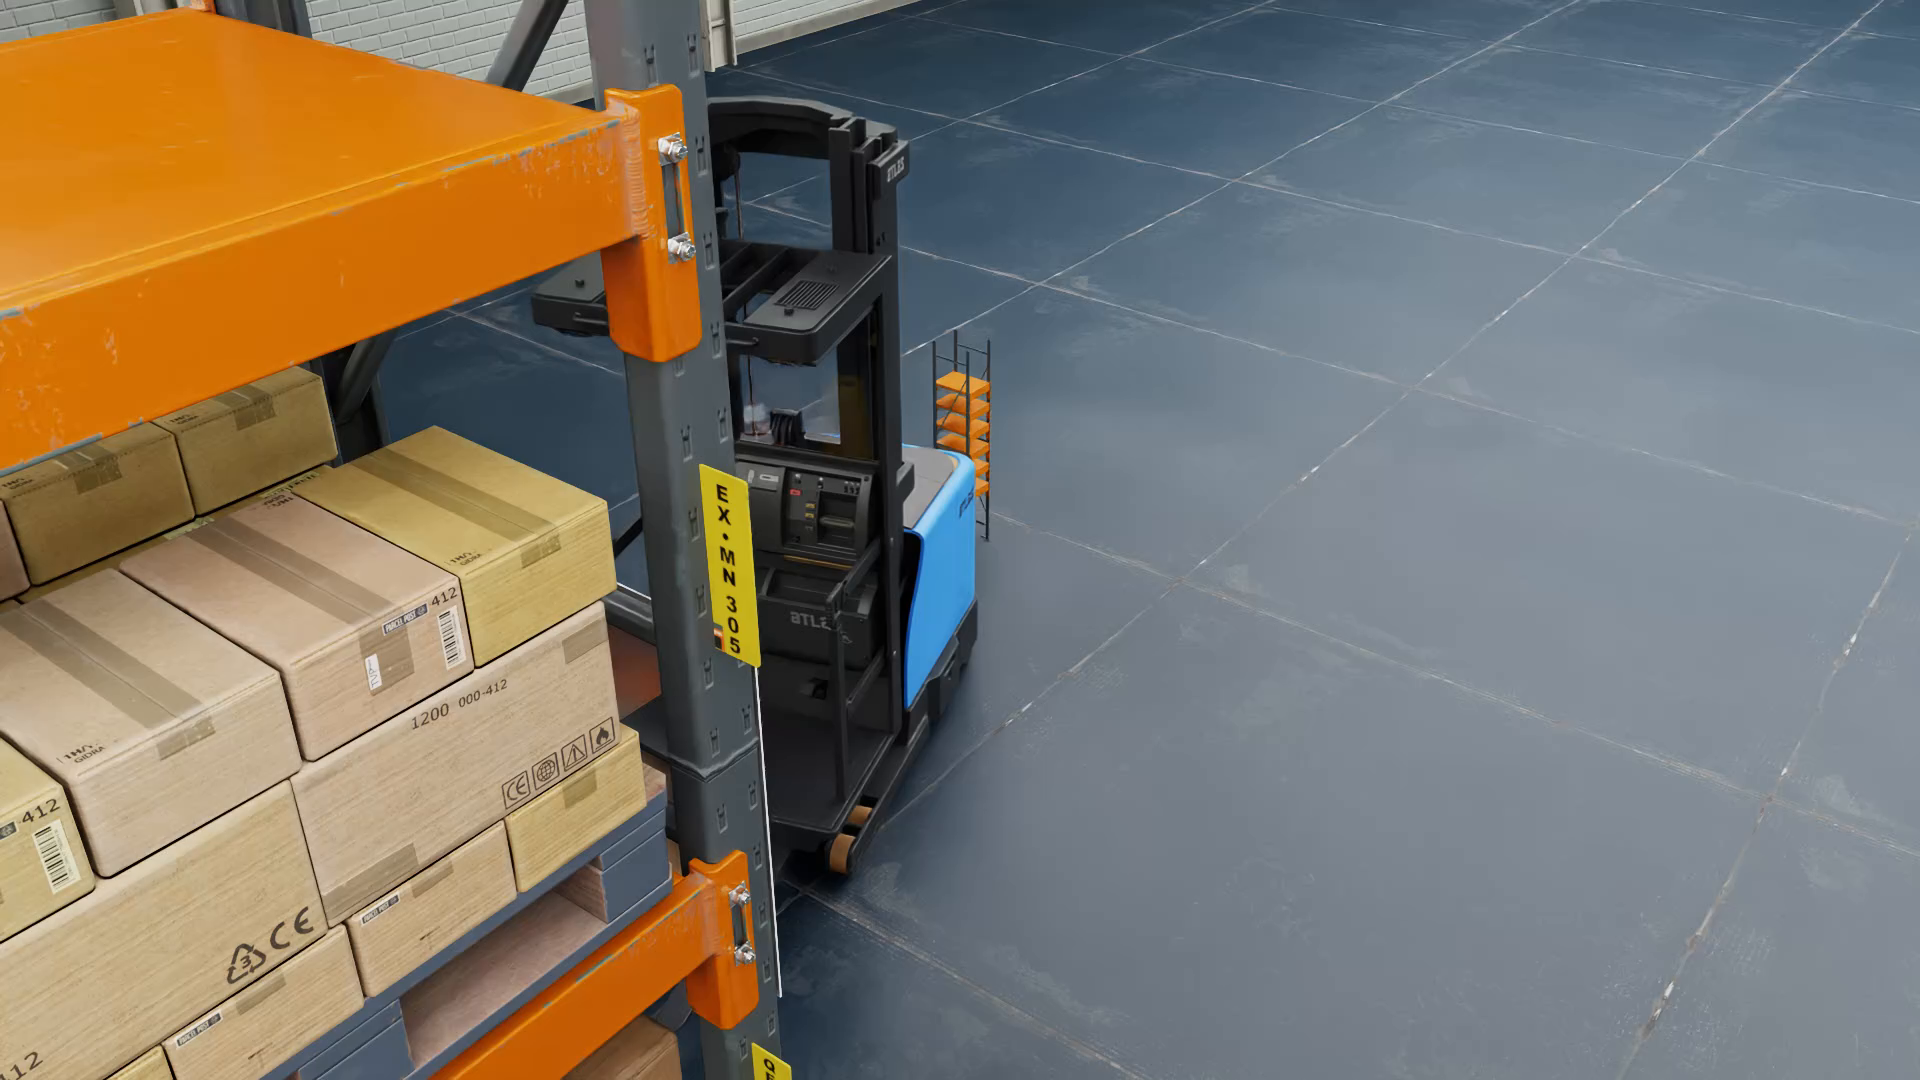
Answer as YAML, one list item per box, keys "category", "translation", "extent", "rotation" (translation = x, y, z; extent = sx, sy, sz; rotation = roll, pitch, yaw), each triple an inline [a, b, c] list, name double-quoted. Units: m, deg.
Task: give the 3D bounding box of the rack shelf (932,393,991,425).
- category: "rack shelf"
  translation: [0.009, -0.690, 8.854]
  extent: [0.258, 0.103, 0.180]
  rotation: [21, 37, 31]

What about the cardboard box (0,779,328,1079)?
- category: "cardboard box"
  translation: [-1.147, 0.417, 2.008]
  extent: [0.500, 0.250, 0.500]
  rotation: [21, 37, 31]

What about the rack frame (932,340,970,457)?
- category: "rack frame"
  translation: [-0.047, -0.485, 8.891]
  extent: [0.240, 1.200, 0.006]
  rotation: [21, 37, 31]

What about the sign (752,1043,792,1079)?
- category: "sign"
  translation: [-0.348, 1.079, 3.119]
  extent: [0.100, 0.325, 0.005]
  rotation: [21, 37, 31]

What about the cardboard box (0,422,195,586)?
- category: "cardboard box"
  translation: [-1.379, -0.104, 2.495]
  extent: [0.380, 0.149, 0.250]
  rotation: [21, 37, 32]

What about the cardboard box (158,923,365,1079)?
- category: "cardboard box"
  translation: [-1.010, 0.546, 2.180]
  extent: [0.380, 0.149, 0.250]
  rotation: [22, 37, 32]

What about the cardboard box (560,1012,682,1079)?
- category: "cardboard box"
  translation: [-1.027, 1.116, 3.218]
  extent: [0.875, 0.550, 0.550]
  rotation: [21, 37, 31]

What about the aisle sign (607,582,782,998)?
- category: "aisle sign"
  translation: [-0.490, 0.451, 2.996]
  extent: [0.394, 0.787, 0.004]
  rotation: [21, 37, 31]

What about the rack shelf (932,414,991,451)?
- category: "rack shelf"
  translation: [0.009, -0.587, 8.916]
  extent: [0.258, 0.103, 0.180]
  rotation: [21, 37, 31]

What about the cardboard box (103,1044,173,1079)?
- category: "cardboard box"
  translation: [-1.163, 0.649, 2.007]
  extent: [0.380, 0.149, 0.250]
  rotation: [21, 37, 32]

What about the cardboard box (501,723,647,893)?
- category: "cardboard box"
  translation: [-0.702, 0.340, 2.529]
  extent: [0.380, 0.149, 0.250]
  rotation: [21, 37, 31]

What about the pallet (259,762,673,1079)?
- category: "pallet"
  translation: [-1.211, 0.559, 2.510]
  extent: [1.003, 0.211, 1.213]
  rotation: [21, 37, 31]

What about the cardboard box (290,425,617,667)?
- category: "cardboard box"
  translation: [-0.705, -0.001, 2.322]
  extent: [0.380, 0.149, 0.250]
  rotation: [22, 37, 32]

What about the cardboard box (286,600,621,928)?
- category: "cardboard box"
  translation: [-0.845, 0.214, 2.351]
  extent: [0.500, 0.250, 0.500]
  rotation: [22, 37, 32]

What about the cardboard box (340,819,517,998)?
- category: "cardboard box"
  translation: [-0.855, 0.442, 2.357]
  extent: [0.380, 0.149, 0.250]
  rotation: [21, 37, 32]

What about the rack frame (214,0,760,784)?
- category: "rack frame"
  translation: [-0.772, -1.075, 2.237]
  extent: [1.000, 3.000, 0.127]
  rotation: [21, 37, 31]

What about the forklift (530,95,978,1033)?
- category: "forklift"
  translation: [-0.861, -0.106, 6.555]
  extent: [1.130, 2.935, 3.031]
  rotation: [10, 32, 16]

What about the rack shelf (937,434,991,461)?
- category: "rack shelf"
  translation: [0.009, -0.484, 8.977]
  extent: [0.258, 0.103, 0.180]
  rotation: [21, 37, 31]

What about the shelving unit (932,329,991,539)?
- category: "shelving unit"
  translation: [0.009, -0.522, 8.954]
  extent: [0.258, 1.200, 0.189]
  rotation: [21, 37, 31]

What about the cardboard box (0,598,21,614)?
- category: "cardboard box"
  translation: [-1.573, 0.253, 2.285]
  extent: [0.500, 0.250, 0.500]
  rotation: [21, 36, 31]

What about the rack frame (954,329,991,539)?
- category: "rack frame"
  translation: [0.064, -0.559, 9.017]
  extent: [0.240, 1.200, 0.006]
  rotation: [21, 37, 31]

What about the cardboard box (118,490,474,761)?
- category: "cardboard box"
  translation: [-0.857, 0.100, 2.152]
  extent: [0.380, 0.149, 0.250]
  rotation: [21, 37, 32]

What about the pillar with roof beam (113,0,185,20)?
- category: "pillar with roof beam"
  translation: [-2.824, -5.191, 9.183]
  extent: [9.100, 9.000, 0.400]
  rotation: [21, 37, 31]

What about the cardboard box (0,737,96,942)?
- category: "cardboard box"
  translation: [-1.166, 0.310, 1.798]
  extent: [0.380, 0.149, 0.250]
  rotation: [22, 37, 32]

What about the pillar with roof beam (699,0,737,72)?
- category: "pillar with roof beam"
  translation: [0.798, -7.630, 13.298]
  extent: [9.100, 9.000, 0.400]
  rotation: [21, 37, 31]

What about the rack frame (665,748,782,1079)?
- category: "rack frame"
  translation: [-0.772, 1.506, 3.766]
  extent: [1.000, 3.000, 0.127]
  rotation: [21, 37, 31]

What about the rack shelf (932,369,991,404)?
- category: "rack shelf"
  translation: [0.009, -0.794, 8.793]
  extent: [0.258, 0.103, 0.180]
  rotation: [21, 37, 31]

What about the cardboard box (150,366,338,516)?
- category: "cardboard box"
  translation: [-1.227, -0.205, 2.666]
  extent: [0.380, 0.149, 0.250]
  rotation: [22, 37, 32]

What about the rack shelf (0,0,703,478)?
- category: "rack shelf"
  translation: [-1.979, 0.220, 1.150]
  extent: [1.077, 0.370, 4.000]
  rotation: [21, 37, 31]

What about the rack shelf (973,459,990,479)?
- category: "rack shelf"
  translation: [0.009, -0.381, 9.038]
  extent: [0.258, 0.103, 0.180]
  rotation: [21, 37, 31]

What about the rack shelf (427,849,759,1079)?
- category: "rack shelf"
  translation: [-1.979, 1.338, 1.813]
  extent: [1.077, 0.370, 4.000]
  rotation: [21, 37, 31]

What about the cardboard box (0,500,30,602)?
- category: "cardboard box"
  translation: [-1.533, 0.001, 2.319]
  extent: [0.380, 0.149, 0.250]
  rotation: [21, 36, 31]

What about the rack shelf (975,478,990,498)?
- category: "rack shelf"
  translation: [0.009, -0.277, 9.099]
  extent: [0.258, 0.103, 0.180]
  rotation: [21, 37, 31]

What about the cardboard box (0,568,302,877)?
- category: "cardboard box"
  translation: [-1.011, 0.204, 1.976]
  extent: [0.380, 0.149, 0.250]
  rotation: [22, 37, 32]

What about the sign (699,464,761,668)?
- category: "sign"
  translation: [-0.348, 0.042, 2.505]
  extent: [0.100, 0.325, 0.005]
  rotation: [21, 37, 31]

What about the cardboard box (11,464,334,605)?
- category: "cardboard box"
  translation: [-1.268, 0.046, 2.634]
  extent: [0.500, 0.250, 0.500]
  rotation: [21, 37, 31]
